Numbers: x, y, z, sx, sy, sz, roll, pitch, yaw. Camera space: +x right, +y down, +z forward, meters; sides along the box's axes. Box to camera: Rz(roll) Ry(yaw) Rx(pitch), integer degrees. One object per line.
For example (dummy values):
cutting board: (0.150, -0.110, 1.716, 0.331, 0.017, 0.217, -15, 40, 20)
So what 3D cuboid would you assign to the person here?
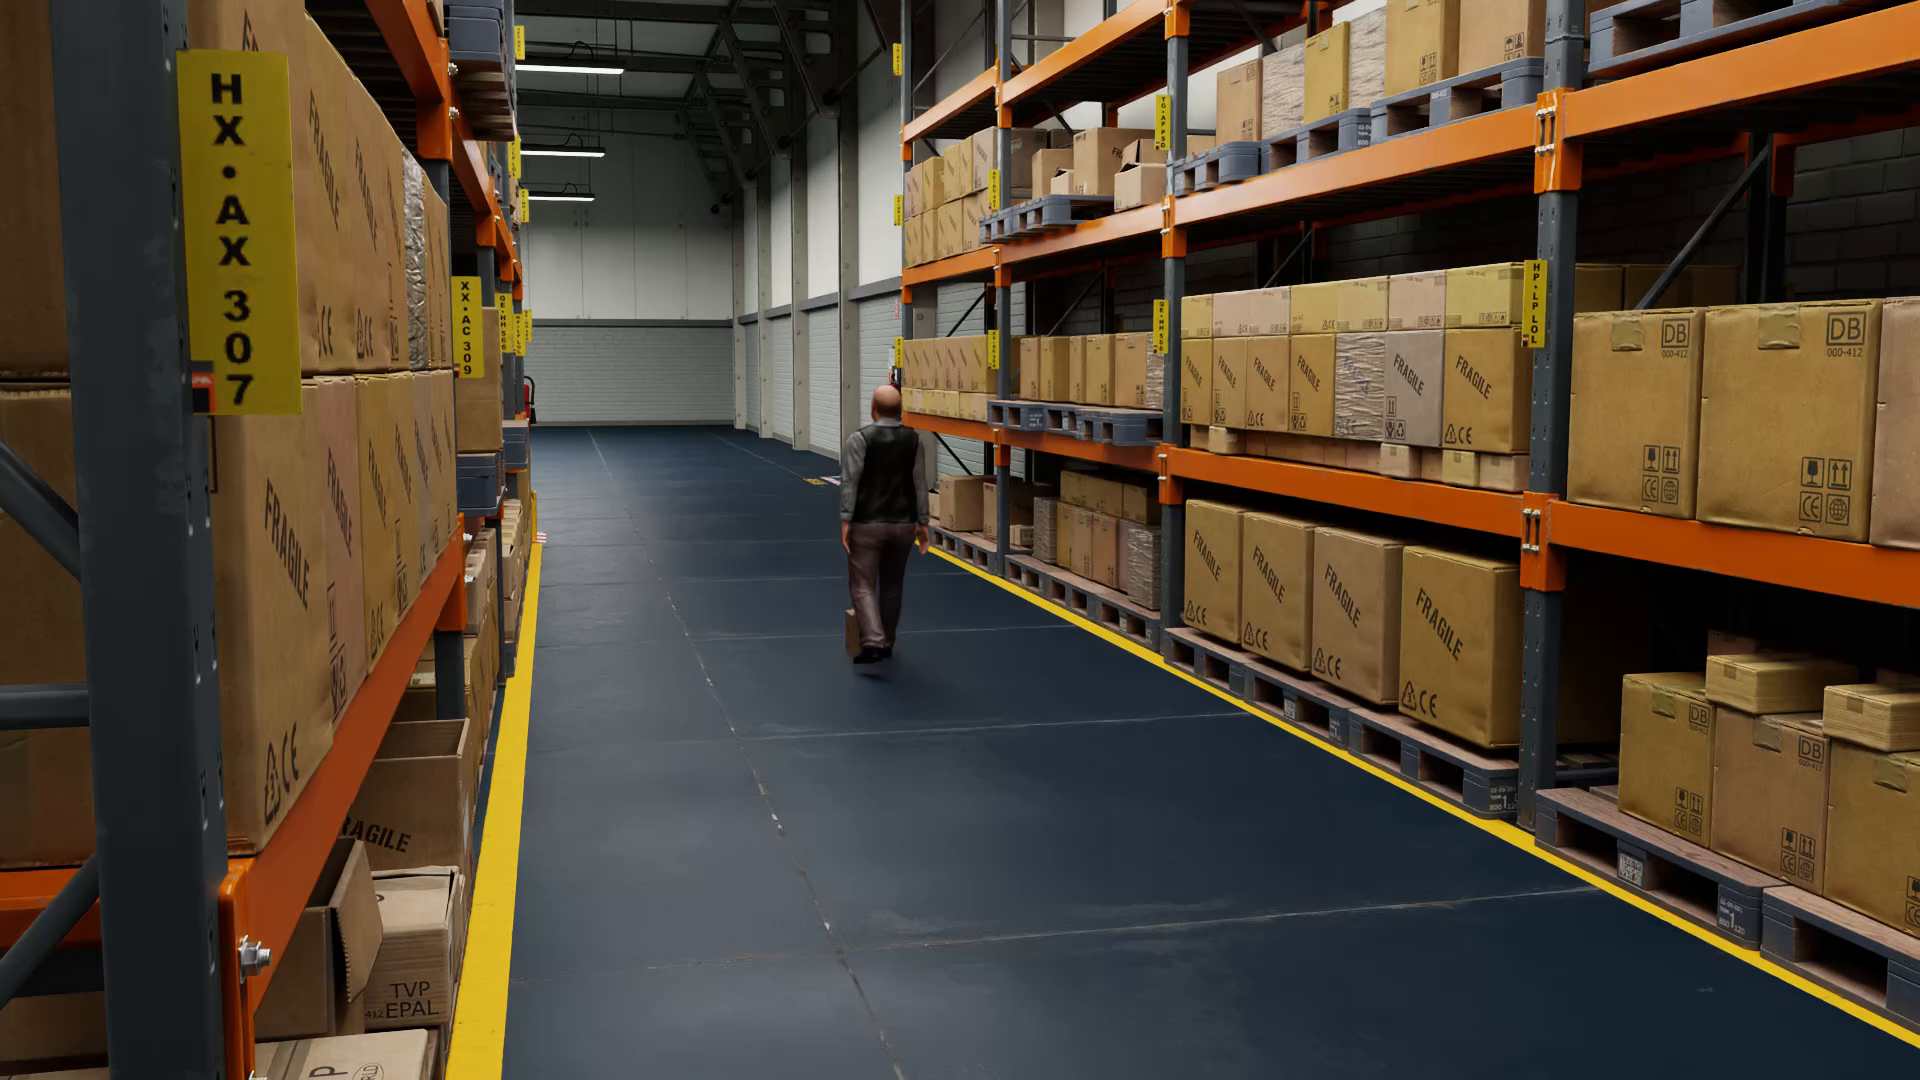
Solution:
person: (-0.487, -0.087, 10.029, 0.585, 1.694, 0.952, -3, 7, -25)
